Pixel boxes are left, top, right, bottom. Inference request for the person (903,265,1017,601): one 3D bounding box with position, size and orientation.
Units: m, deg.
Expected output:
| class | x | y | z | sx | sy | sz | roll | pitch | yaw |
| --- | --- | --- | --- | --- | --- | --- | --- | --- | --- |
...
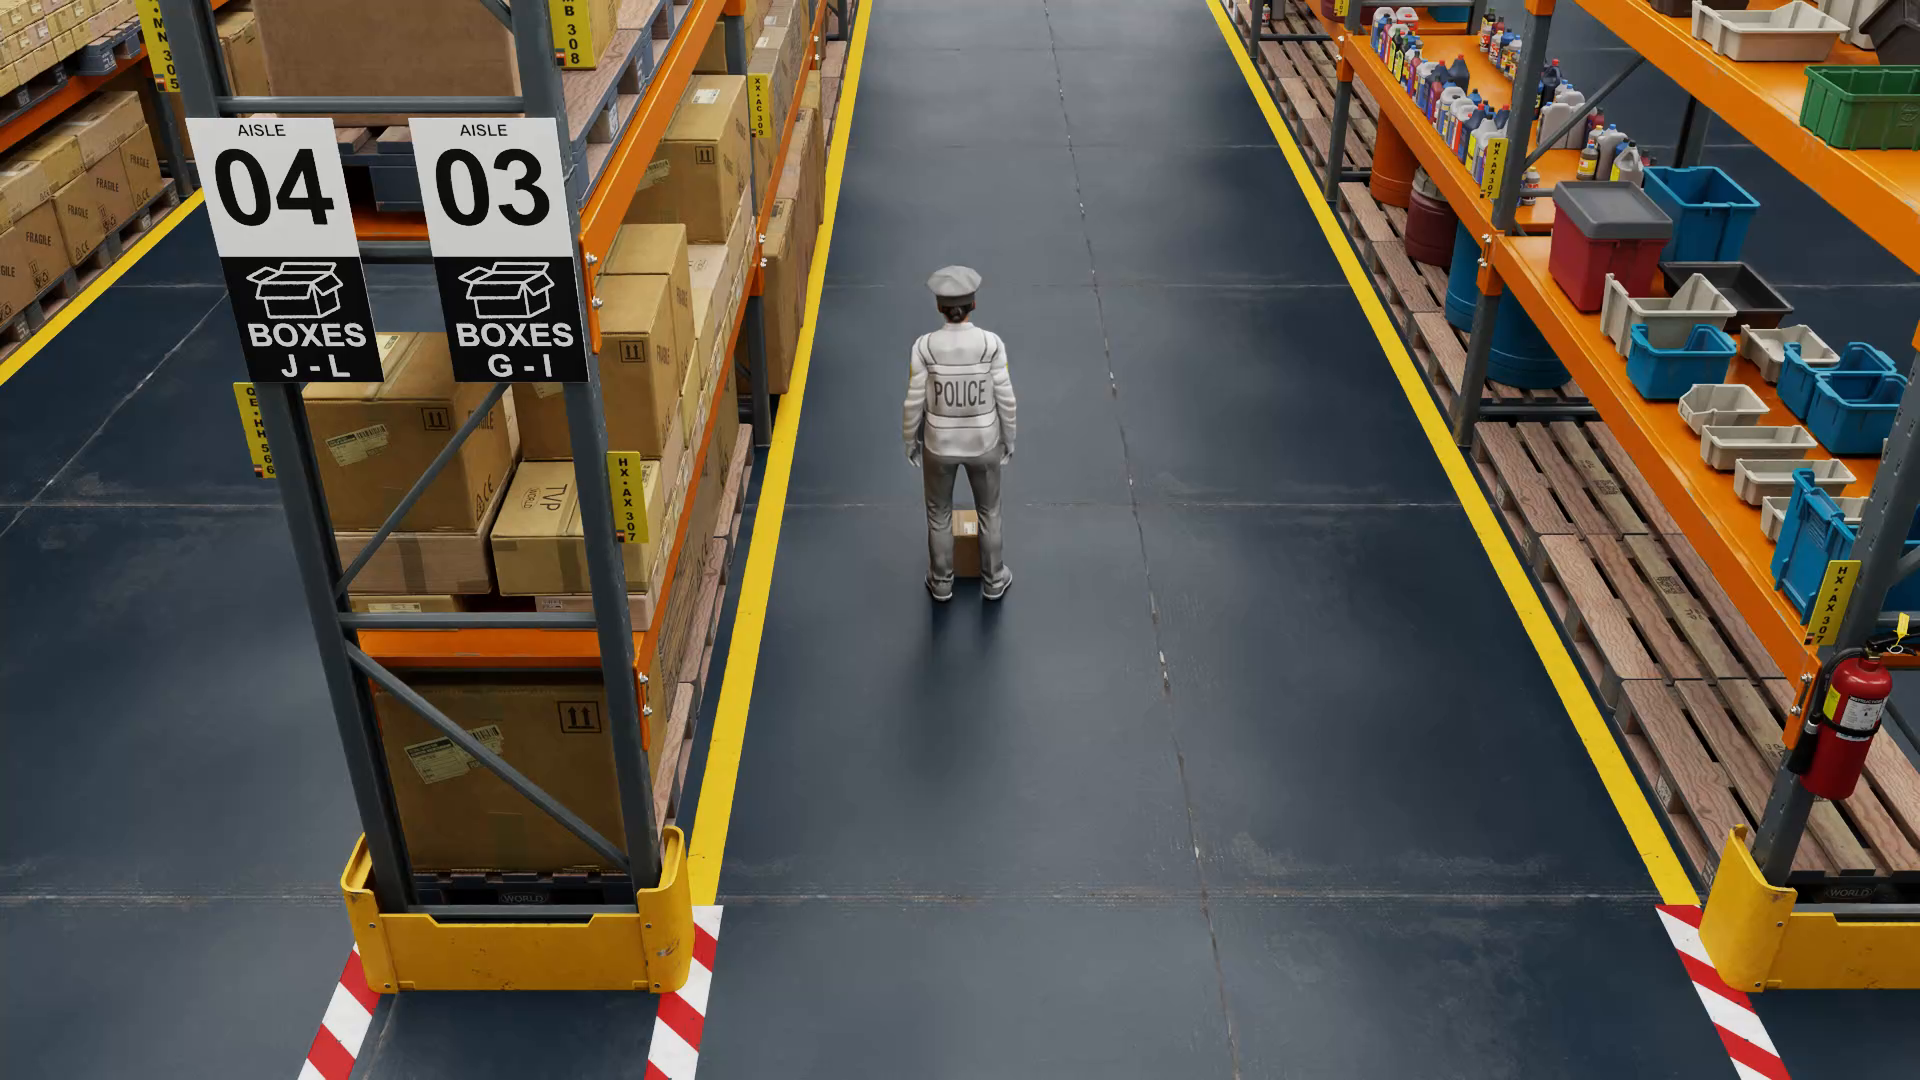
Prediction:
| class | x | y | z | sx | sy | sz | roll | pitch | yaw |
| --- | --- | --- | --- | --- | --- | --- | --- | --- | --- |
| person | -0.001 | -0.459 | 7.873 | 0.537 | 1.663 | 0.377 | -1 | 32 | -1 |
